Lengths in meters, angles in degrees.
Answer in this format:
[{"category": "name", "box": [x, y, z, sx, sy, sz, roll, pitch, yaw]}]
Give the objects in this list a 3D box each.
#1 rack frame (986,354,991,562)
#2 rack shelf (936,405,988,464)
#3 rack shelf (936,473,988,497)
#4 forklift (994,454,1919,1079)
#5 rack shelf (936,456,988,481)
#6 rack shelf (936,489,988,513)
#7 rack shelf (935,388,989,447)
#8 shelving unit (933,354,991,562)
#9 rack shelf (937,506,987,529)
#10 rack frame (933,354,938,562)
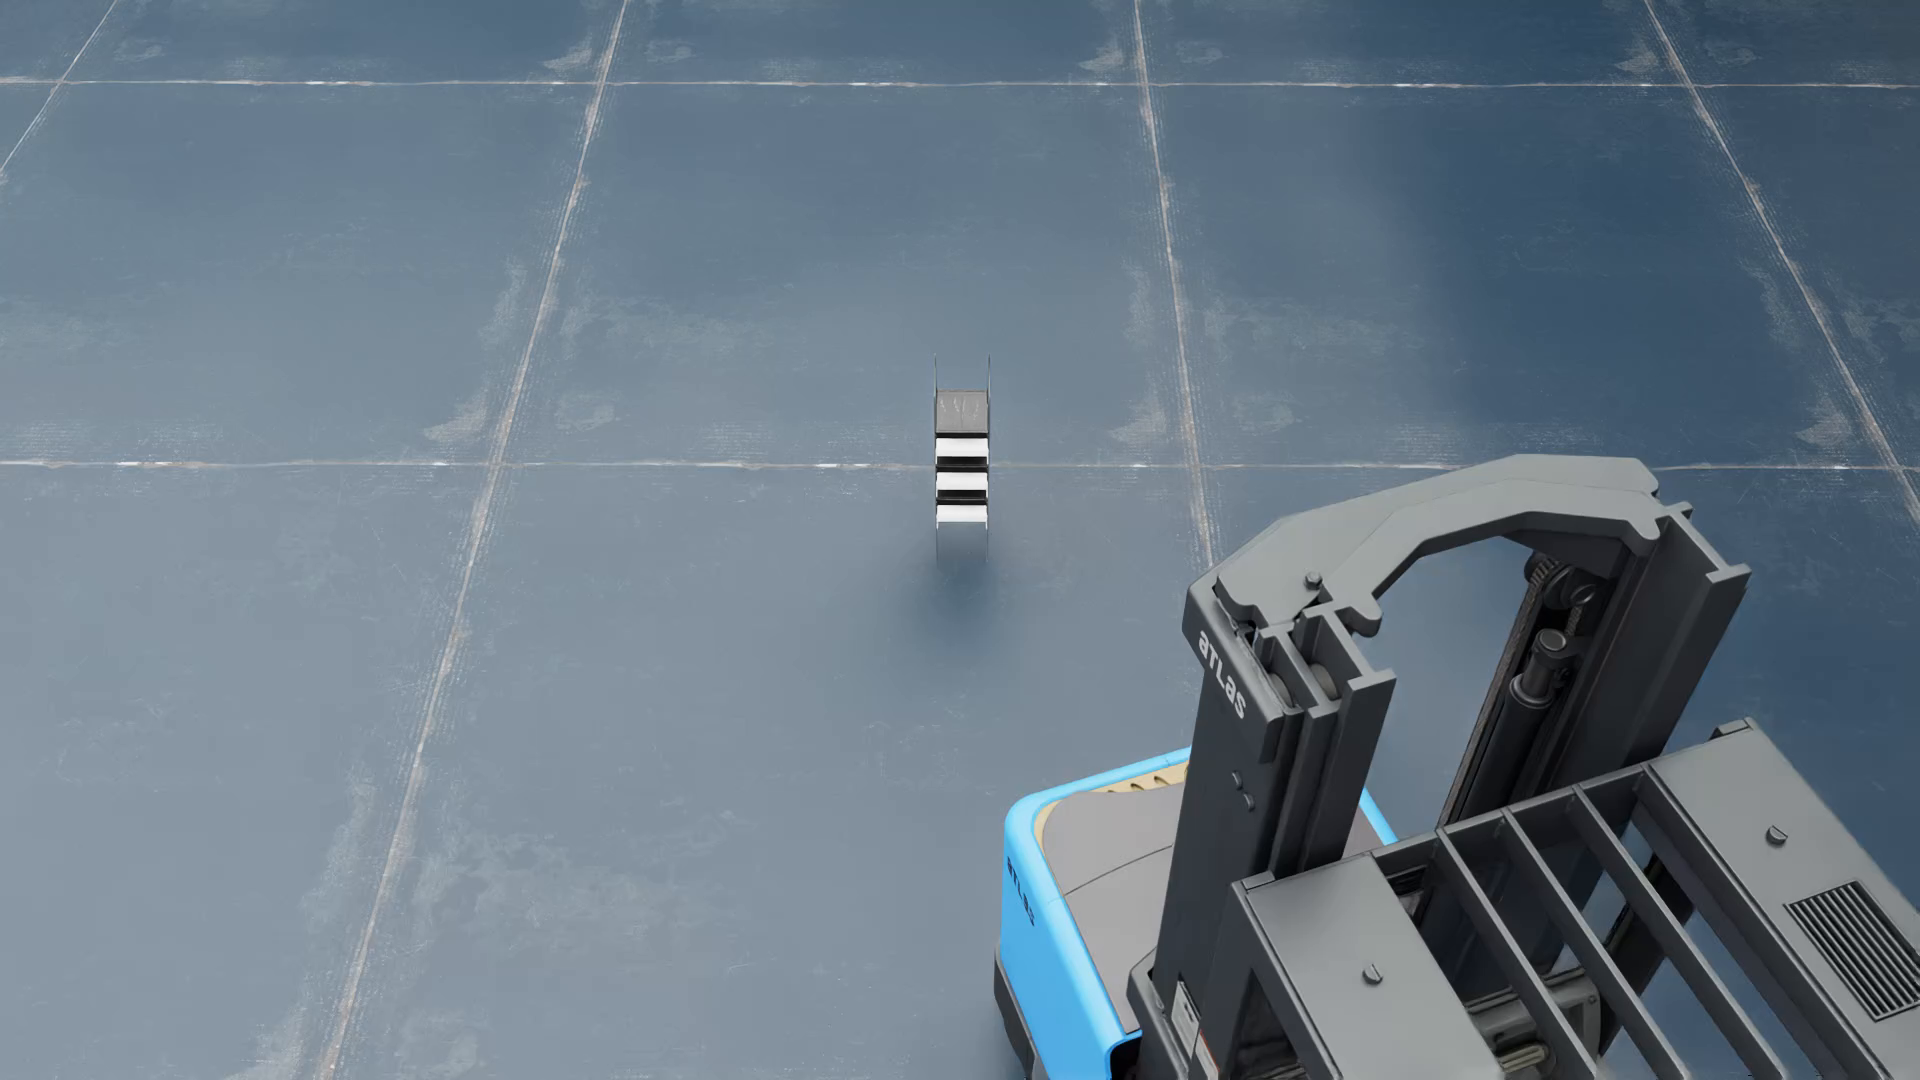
[{"category": "rack frame", "box": [0.110, -0.306, 6.501, 0.006, 0.900, 0.240, 0, 47, 0]}, {"category": "rack shelf", "box": [0.008, -0.406, 6.394, 0.200, 0.077, 0.258, 0, 47, 0]}, {"category": "rack shelf", "box": [0.008, -0.284, 6.526, 0.200, 0.077, 0.258, 0, 47, 0]}, {"category": "forklift", "box": [1.081, 1.372, 3.552, 1.130, 2.935, 3.031, -15, 49, -13]}, {"category": "rack shelf", "box": [0.008, -0.345, 6.460, 0.200, 0.077, 0.258, 0, 47, 0]}, {"category": "rack shelf", "box": [0.008, -0.223, 6.592, 0.200, 0.077, 0.258, 0, 47, 0]}, {"category": "rack shelf", "box": [0.008, -0.468, 6.328, 0.200, 0.077, 0.258, 0, 47, 0]}, {"category": "shelving unit", "box": [0.008, -0.307, 6.501, 0.210, 0.900, 0.258, 0, 47, 0]}, {"category": "rack shelf", "box": [0.008, -0.161, 6.658, 0.200, 0.077, 0.258, 0, 47, 0]}, {"category": "rack frame", "box": [-0.094, -0.307, 6.502, 0.006, 0.900, 0.240, 0, 47, 0]}]
